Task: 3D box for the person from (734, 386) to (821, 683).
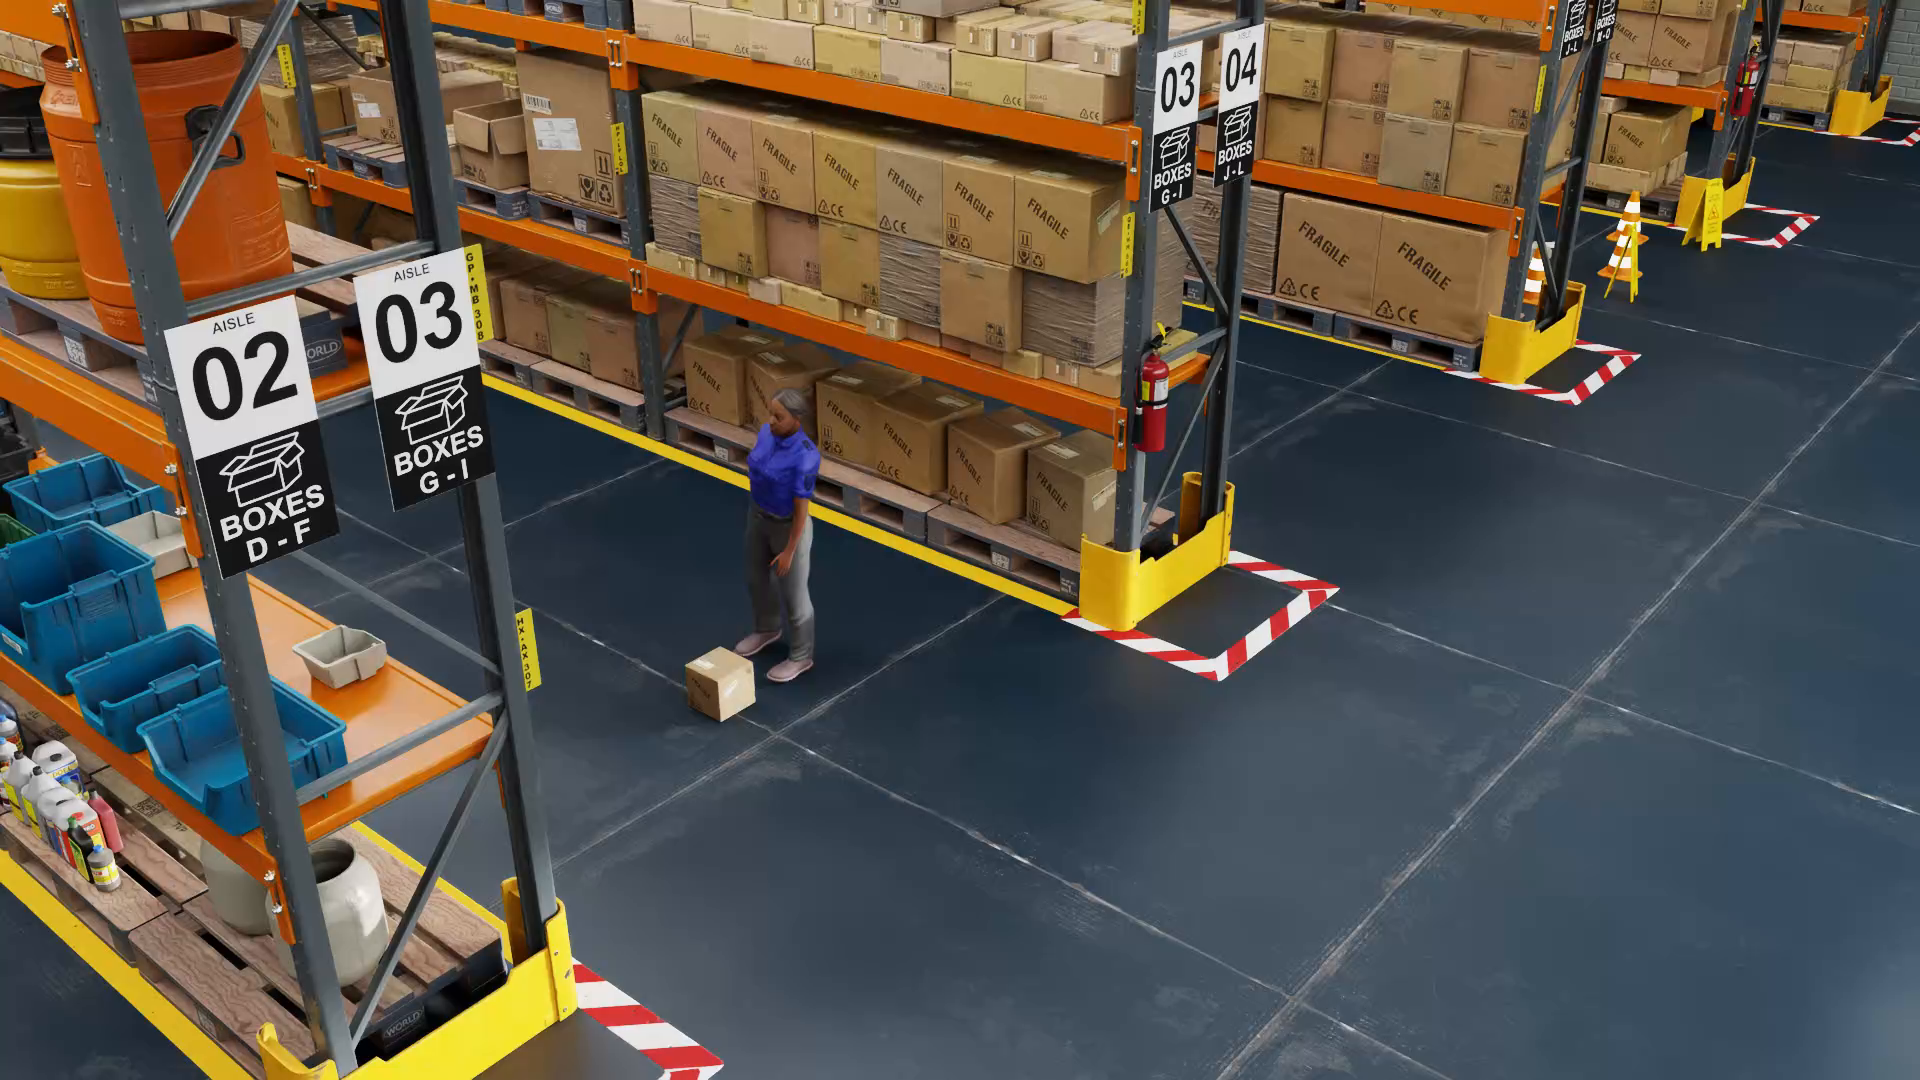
[{"bbox_3d":[-0.979,-0.049,8.709,0.606,1.663,0.372,21,34,34],"label":"person"}]
